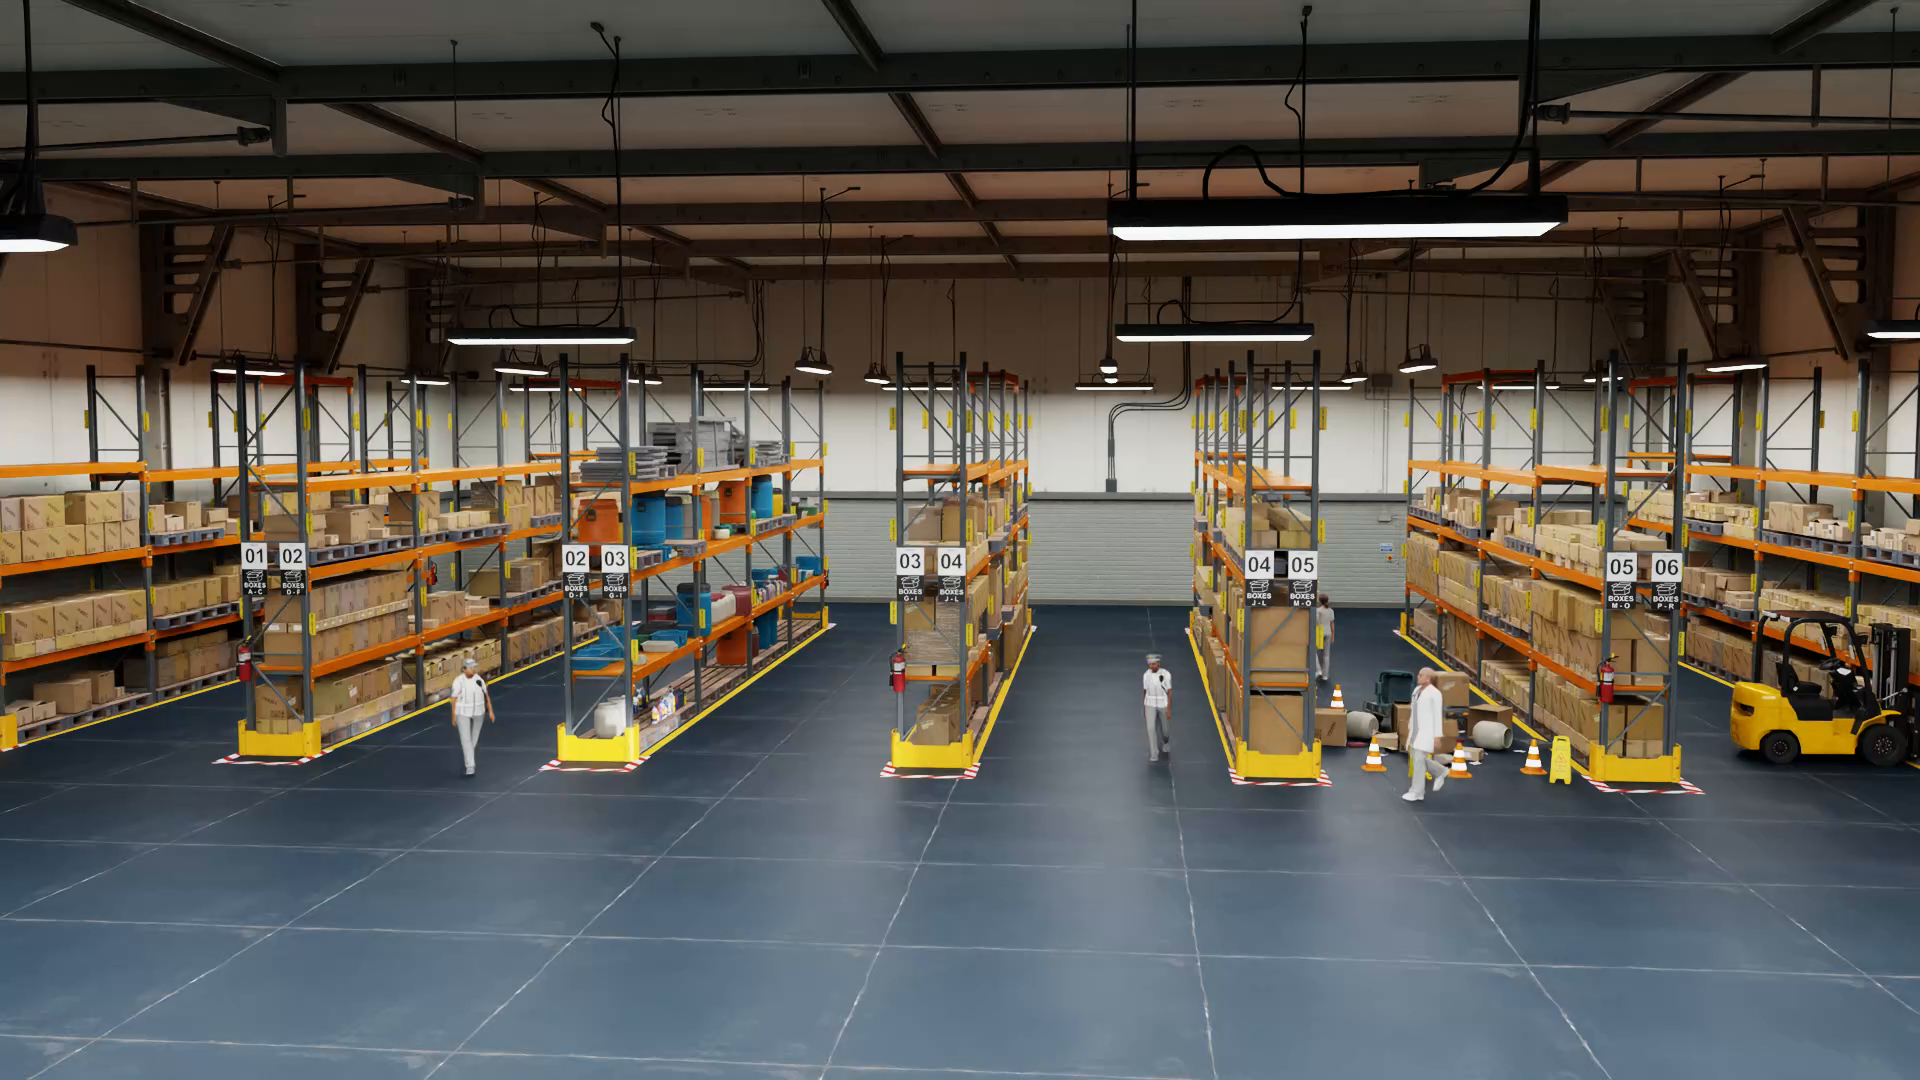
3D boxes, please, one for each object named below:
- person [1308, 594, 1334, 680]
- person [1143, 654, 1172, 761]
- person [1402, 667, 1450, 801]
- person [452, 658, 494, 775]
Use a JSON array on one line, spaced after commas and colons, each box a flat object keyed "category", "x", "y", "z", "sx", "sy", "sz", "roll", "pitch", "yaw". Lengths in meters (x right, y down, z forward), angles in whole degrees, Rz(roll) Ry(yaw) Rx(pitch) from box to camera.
[{"category": "person", "x": 7.028, "y": 1.887, "z": 32.247, "sx": 0.486, "sy": 1.691, "sz": 0.396, "roll": -1, "pitch": 4, "yaw": -18}, {"category": "person", "x": 2.939, "y": 2.458, "z": 24.779, "sx": 0.434, "sy": 1.541, "sz": 0.976, "roll": 1, "pitch": 4, "yaw": 12}, {"category": "person", "x": 6.198, "y": 2.548, "z": 22.023, "sx": 0.875, "sy": 1.752, "sz": 0.610, "roll": -2, "pitch": 4, "yaw": -24}, {"category": "person", "x": -6.961, "y": 2.489, "z": 23.766, "sx": 0.550, "sy": 1.601, "sz": 1.032, "roll": -2, "pitch": 5, "yaw": -31}]
